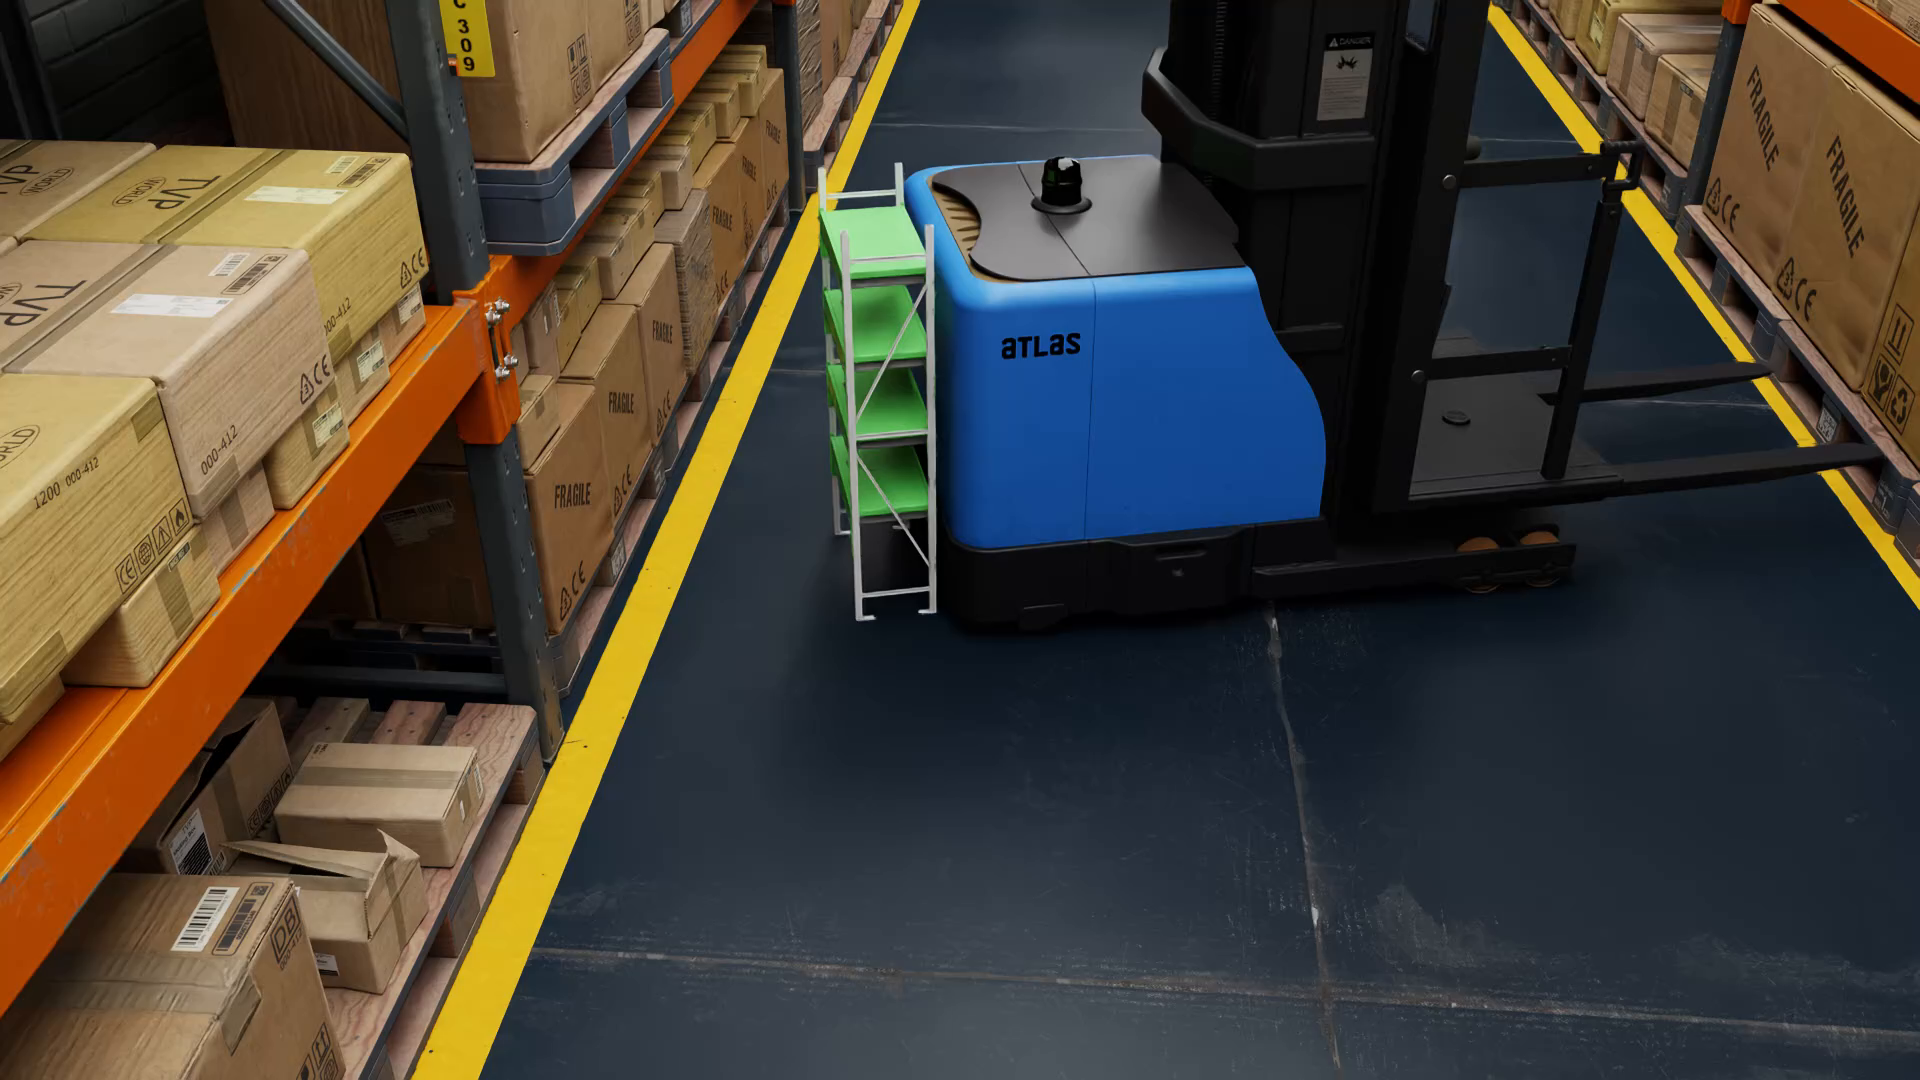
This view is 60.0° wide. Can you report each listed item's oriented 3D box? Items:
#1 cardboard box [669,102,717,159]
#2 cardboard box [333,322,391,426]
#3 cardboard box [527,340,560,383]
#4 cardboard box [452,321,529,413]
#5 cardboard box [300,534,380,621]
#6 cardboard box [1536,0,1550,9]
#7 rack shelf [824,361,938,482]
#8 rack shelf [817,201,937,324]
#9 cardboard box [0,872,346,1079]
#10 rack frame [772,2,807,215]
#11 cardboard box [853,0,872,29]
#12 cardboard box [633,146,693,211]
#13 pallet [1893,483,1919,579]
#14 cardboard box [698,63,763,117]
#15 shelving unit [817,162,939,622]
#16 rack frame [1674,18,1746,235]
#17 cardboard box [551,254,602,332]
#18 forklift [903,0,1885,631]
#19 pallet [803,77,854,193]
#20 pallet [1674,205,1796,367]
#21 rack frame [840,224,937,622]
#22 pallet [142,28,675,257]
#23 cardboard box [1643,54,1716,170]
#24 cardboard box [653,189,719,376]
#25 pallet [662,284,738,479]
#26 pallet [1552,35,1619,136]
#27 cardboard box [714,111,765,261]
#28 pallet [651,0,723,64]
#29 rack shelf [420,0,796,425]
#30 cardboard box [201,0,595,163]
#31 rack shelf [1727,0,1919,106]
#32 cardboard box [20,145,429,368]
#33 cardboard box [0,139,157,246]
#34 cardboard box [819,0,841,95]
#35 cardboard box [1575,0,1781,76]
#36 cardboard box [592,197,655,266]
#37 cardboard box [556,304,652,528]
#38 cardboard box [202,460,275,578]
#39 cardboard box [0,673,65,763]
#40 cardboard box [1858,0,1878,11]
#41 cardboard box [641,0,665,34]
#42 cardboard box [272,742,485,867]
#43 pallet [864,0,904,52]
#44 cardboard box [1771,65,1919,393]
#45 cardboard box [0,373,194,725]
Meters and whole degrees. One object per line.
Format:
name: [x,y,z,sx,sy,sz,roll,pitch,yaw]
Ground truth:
cardboard box: [-1.134,-1.543,6.258,0.380,0.149,0.250,3,32,5]
cardboard box: [-1.322,-0.324,3.156,0.380,0.149,0.250,3,32,5]
cardboard box: [-1.309,-0.460,4.502,0.380,0.149,0.250,2,32,3]
cardboard box: [-1.314,-0.441,4.188,0.380,0.149,0.250,2,32,3]
cardboard box: [-1.803,-0.129,4.583,0.500,0.500,0.500,2,32,4]
cardboard box: [4.010,-3.504,10.181,0.950,0.372,0.625,3,32,5]
rack shelf: [-0.233,-0.359,4.811,0.258,0.148,0.480,-6,32,-9]
rack shelf: [-0.233,-0.768,4.559,0.258,0.148,0.480,-6,32,-9]
cardboard box: [-1.537,0.928,2.868,0.700,0.500,0.500,1,32,2]
rack frame: [-1.223,-2.837,6.994,1.000,3.000,0.127,2,32,4]
cardboard box: [-0.999,-3.418,9.800,0.875,0.625,0.625,2,32,3]
cardboard box: [-1.146,-1.266,5.810,0.380,0.149,0.250,1,32,2]
pallet: [3.387,0.245,4.651,1.003,0.211,1.213,2,32,4]
cardboard box: [-1.002,-1.815,6.699,0.380,0.149,0.250,1,32,1]
shelving unit: [-0.233,-0.413,4.777,0.258,1.200,0.503,-6,32,-9]
rack frame: [3.725,-2.627,6.653,1.000,3.000,0.127,2,32,4]
cardboard box: [-1.290,-0.739,4.954,0.380,0.149,0.250,2,32,3]
forklift: [1.382,-1.355,4.655,3.031,2.935,1.130,-6,32,-9]
pallet: [-1.117,-2.079,8.422,1.003,0.211,1.213,2,32,4]
pallet: [3.585,-1.031,6.721,1.003,0.211,1.213,2,32,4]
rack frame: [-0.187,-0.288,4.573,0.240,1.200,0.015,-6,32,-9]
pallet: [-1.375,-1.077,4.321,1.003,0.211,1.213,2,32,4]
cardboard box: [3.781,-1.982,7.711,0.950,0.372,0.625,0,32,1]
cardboard box: [-1.158,-0.914,5.856,0.500,0.500,0.500,1,32,2]
pallet: [-1.423,-0.625,6.063,1.003,0.211,1.213,2,32,4]
pallet: [3.892,-2.484,9.080,1.003,0.211,1.213,2,32,4]
cardboard box: [-1.094,-1.460,6.742,0.500,0.500,0.500,2,32,3]
pallet: [-1.376,-1.738,5.394,1.003,0.211,1.213,2,32,4]
rack shelf: [-1.386,-1.485,5.486,1.077,0.370,4.000,2,32,4]
cardboard box: [-1.286,-1.210,3.859,0.700,0.500,0.500,3,32,5]
rack shelf: [3.562,-1.275,5.145,1.077,0.370,4.000,2,32,4]
cardboard box: [-1.347,-0.531,3.113,0.500,0.250,0.500,3,32,5]
cardboard box: [-1.858,-0.561,3.160,0.500,0.250,0.500,2,32,3]
cardboard box: [-1.113,-2.672,8.590,0.875,0.625,0.625,3,32,6]
cardboard box: [3.900,-2.764,8.981,0.950,0.372,0.625,3,32,6]
cardboard box: [-1.210,-0.998,5.374,0.380,0.149,0.250,4,32,6]
cardboard box: [-1.251,-0.382,4.993,0.500,0.500,0.500,2,32,3]
cardboard box: [-1.368,-0.051,2.713,0.380,0.149,0.250,3,32,5]
cardboard box: [-1.493,0.214,2.283,0.380,0.149,0.250,3,32,5]
cardboard box: [3.410,-2.049,5.858,0.500,0.250,0.500,2,32,3]
cardboard box: [-1.053,-1.577,4.678,0.396,0.266,0.258,4,32,6]
cardboard box: [-1.301,0.593,3.745,0.380,0.149,0.250,2,32,2]
pallet: [-0.918,-3.354,10.492,1.003,0.211,1.213,2,32,4]
cardboard box: [3.509,-1.077,5.764,0.875,0.875,0.875,3,32,5]
cardboard box: [-1.427,-0.009,2.264,0.500,0.250,0.500,2,32,4]
